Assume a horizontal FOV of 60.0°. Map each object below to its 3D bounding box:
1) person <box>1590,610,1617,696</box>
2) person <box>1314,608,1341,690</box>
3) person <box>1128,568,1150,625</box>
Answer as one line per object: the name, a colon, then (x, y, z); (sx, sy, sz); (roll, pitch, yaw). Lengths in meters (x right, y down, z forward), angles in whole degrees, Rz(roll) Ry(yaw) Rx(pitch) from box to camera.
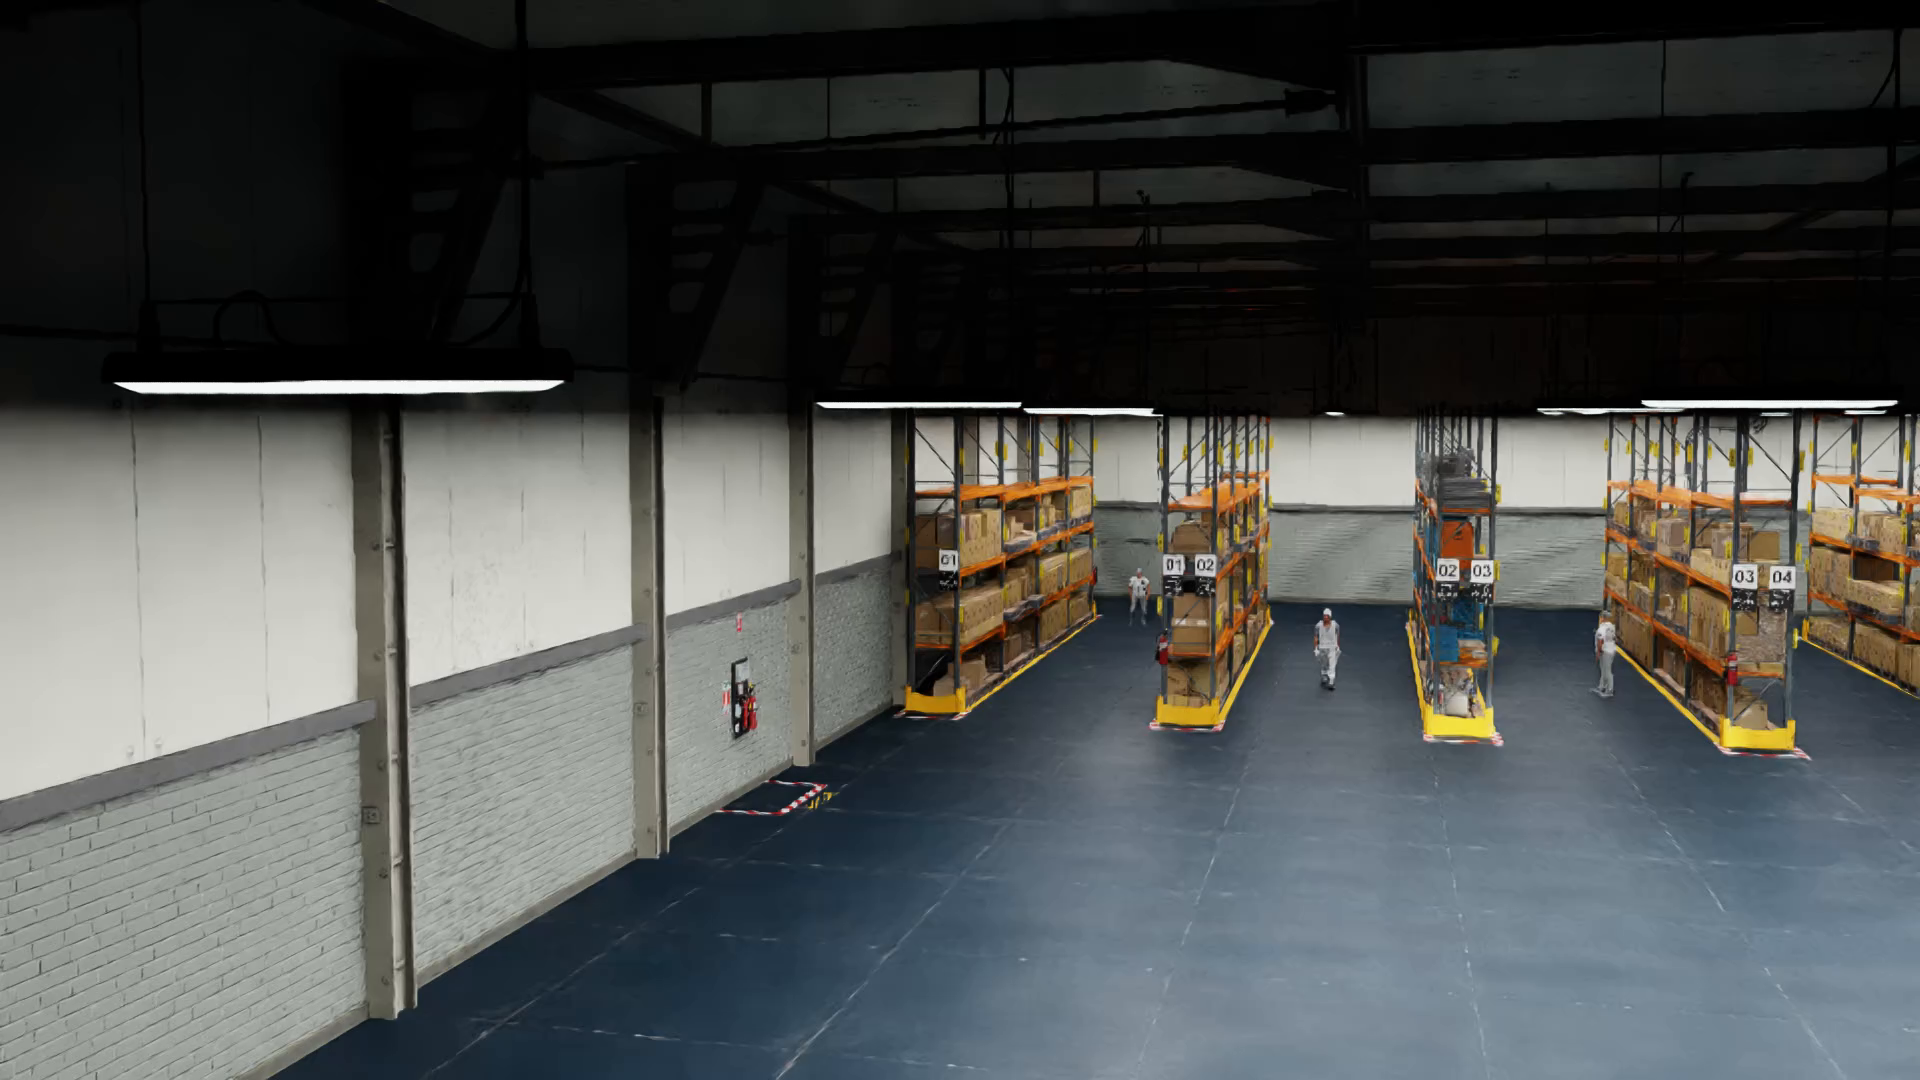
person: (13.324, 2.326, 34.440); (0.579, 1.748, 0.636); (4, 5, 41)
person: (7.783, 2.286, 35.270); (0.553, 1.709, 1.123); (1, 4, 16)
person: (4.963, 1.570, 46.127); (0.625, 1.611, 0.568); (1, 4, 12)
